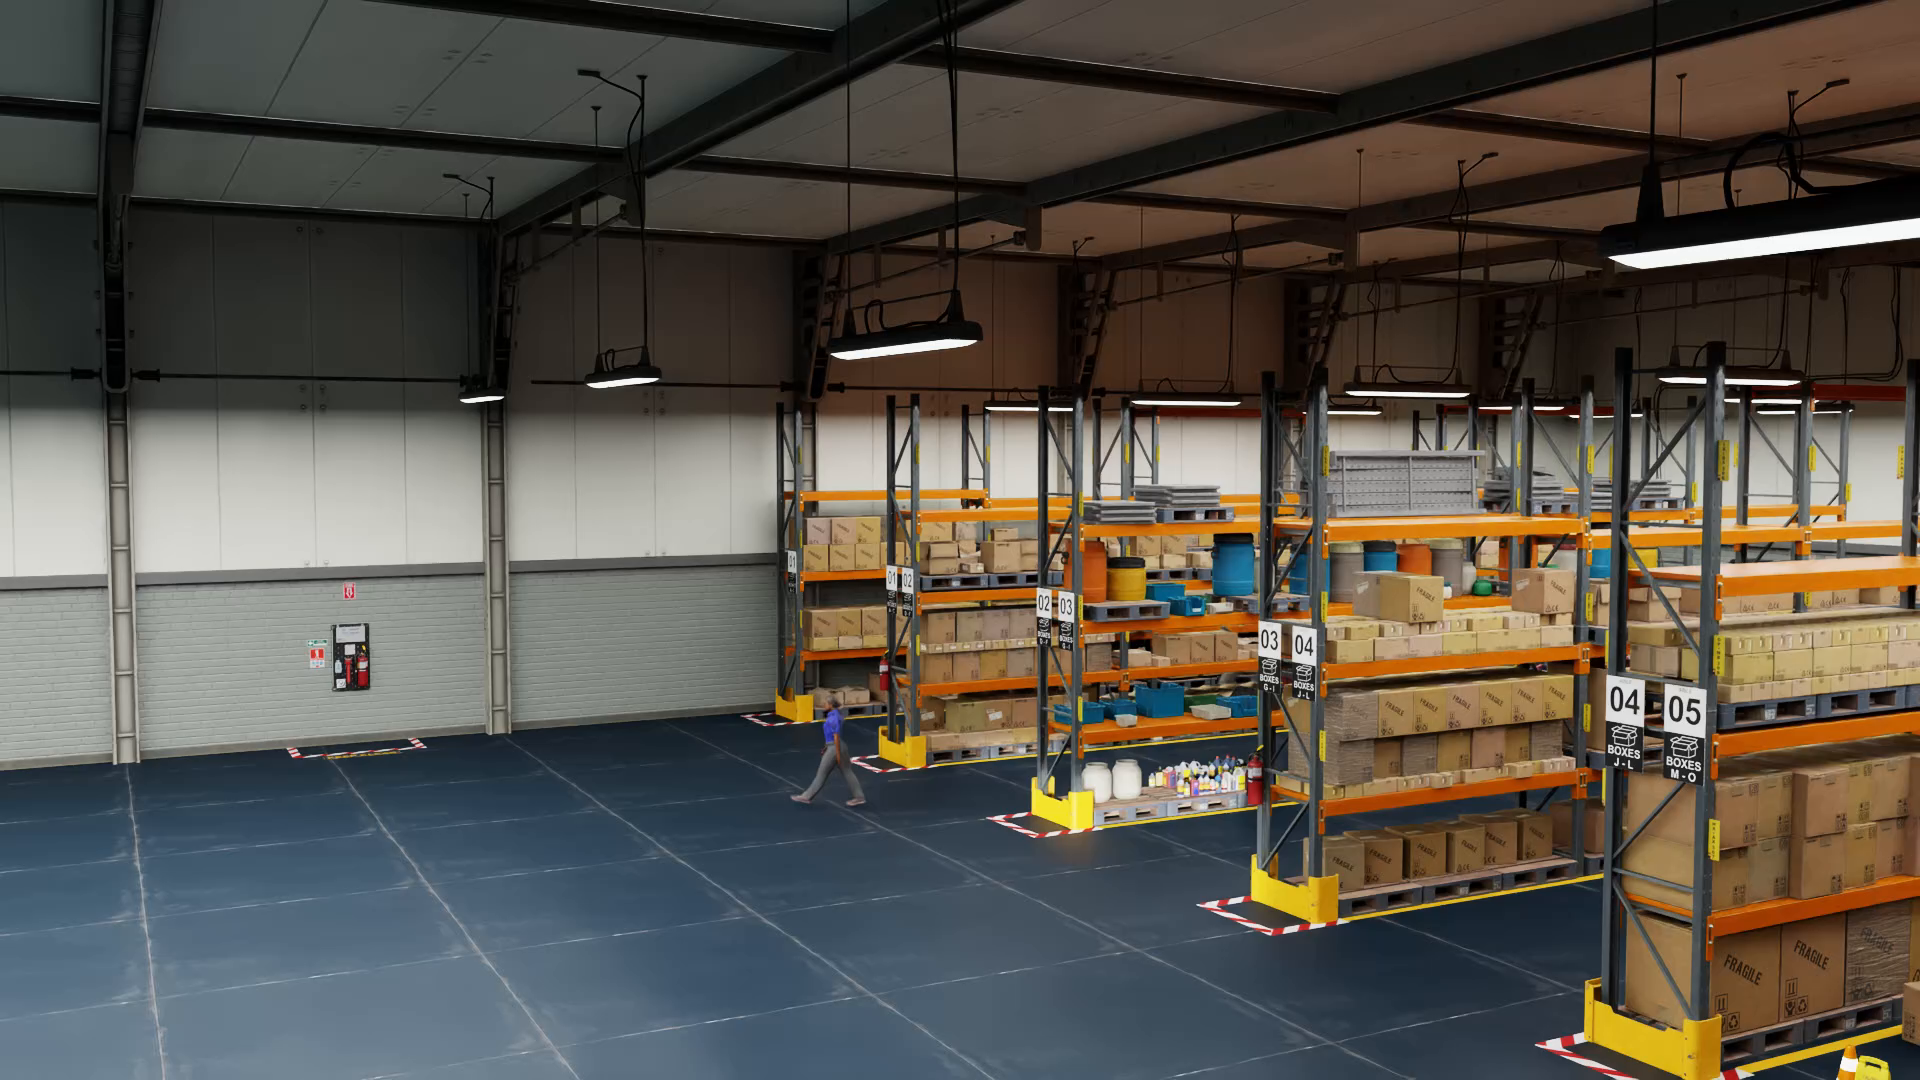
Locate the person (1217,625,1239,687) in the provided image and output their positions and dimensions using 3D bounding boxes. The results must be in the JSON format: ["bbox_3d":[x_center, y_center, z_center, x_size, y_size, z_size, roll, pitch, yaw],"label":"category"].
[{"bbox_3d":[5.290,2.484,32.515,0.730,1.693,0.704,-1,3,-18],"label":"person"}]

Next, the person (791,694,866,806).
[{"bbox_3d":[-1.870,2.999,23.801,1.045,1.597,0.474,1,3,14],"label":"person"}]
